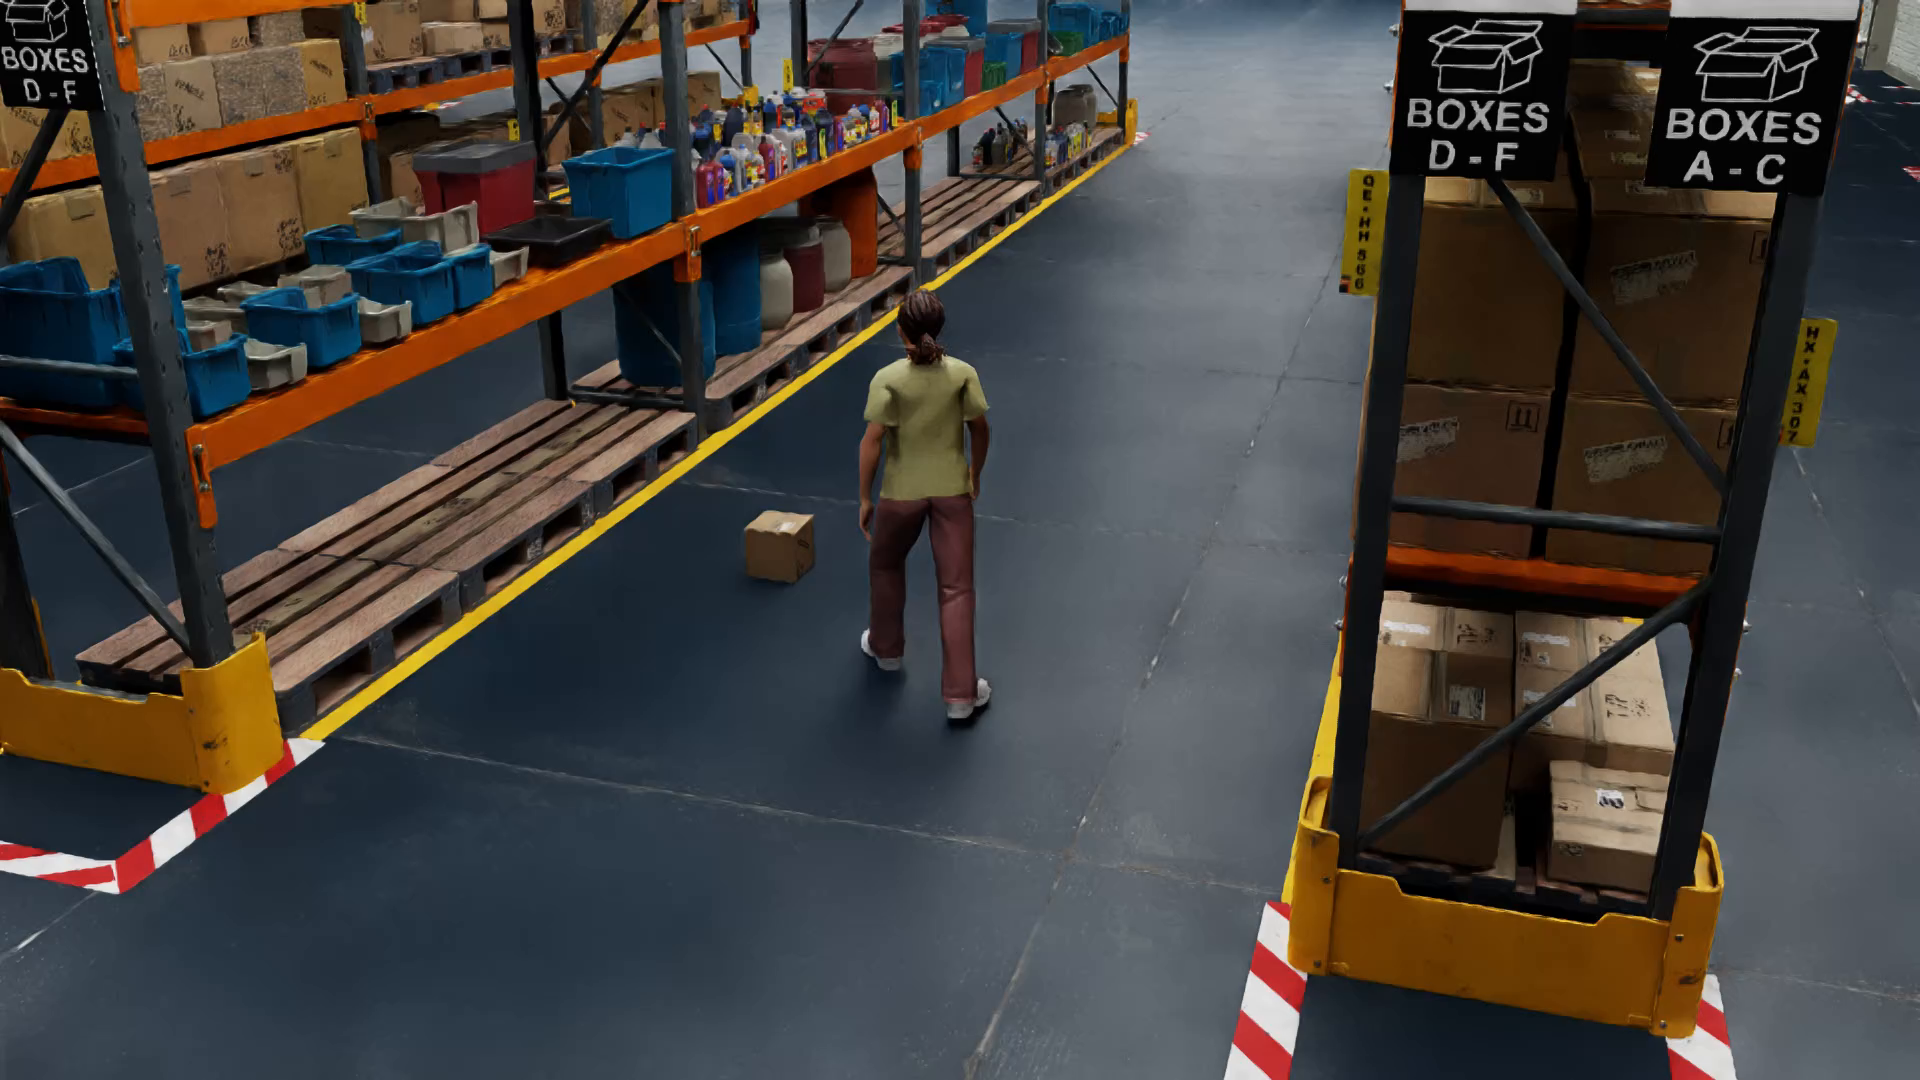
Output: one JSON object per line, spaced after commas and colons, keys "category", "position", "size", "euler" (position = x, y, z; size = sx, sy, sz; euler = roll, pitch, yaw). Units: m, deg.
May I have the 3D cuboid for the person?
{"category": "person", "position": [-0.141, -0.173, 6.550], "size": [0.526, 1.630, 0.798], "euler": [-2, 22, -6]}
